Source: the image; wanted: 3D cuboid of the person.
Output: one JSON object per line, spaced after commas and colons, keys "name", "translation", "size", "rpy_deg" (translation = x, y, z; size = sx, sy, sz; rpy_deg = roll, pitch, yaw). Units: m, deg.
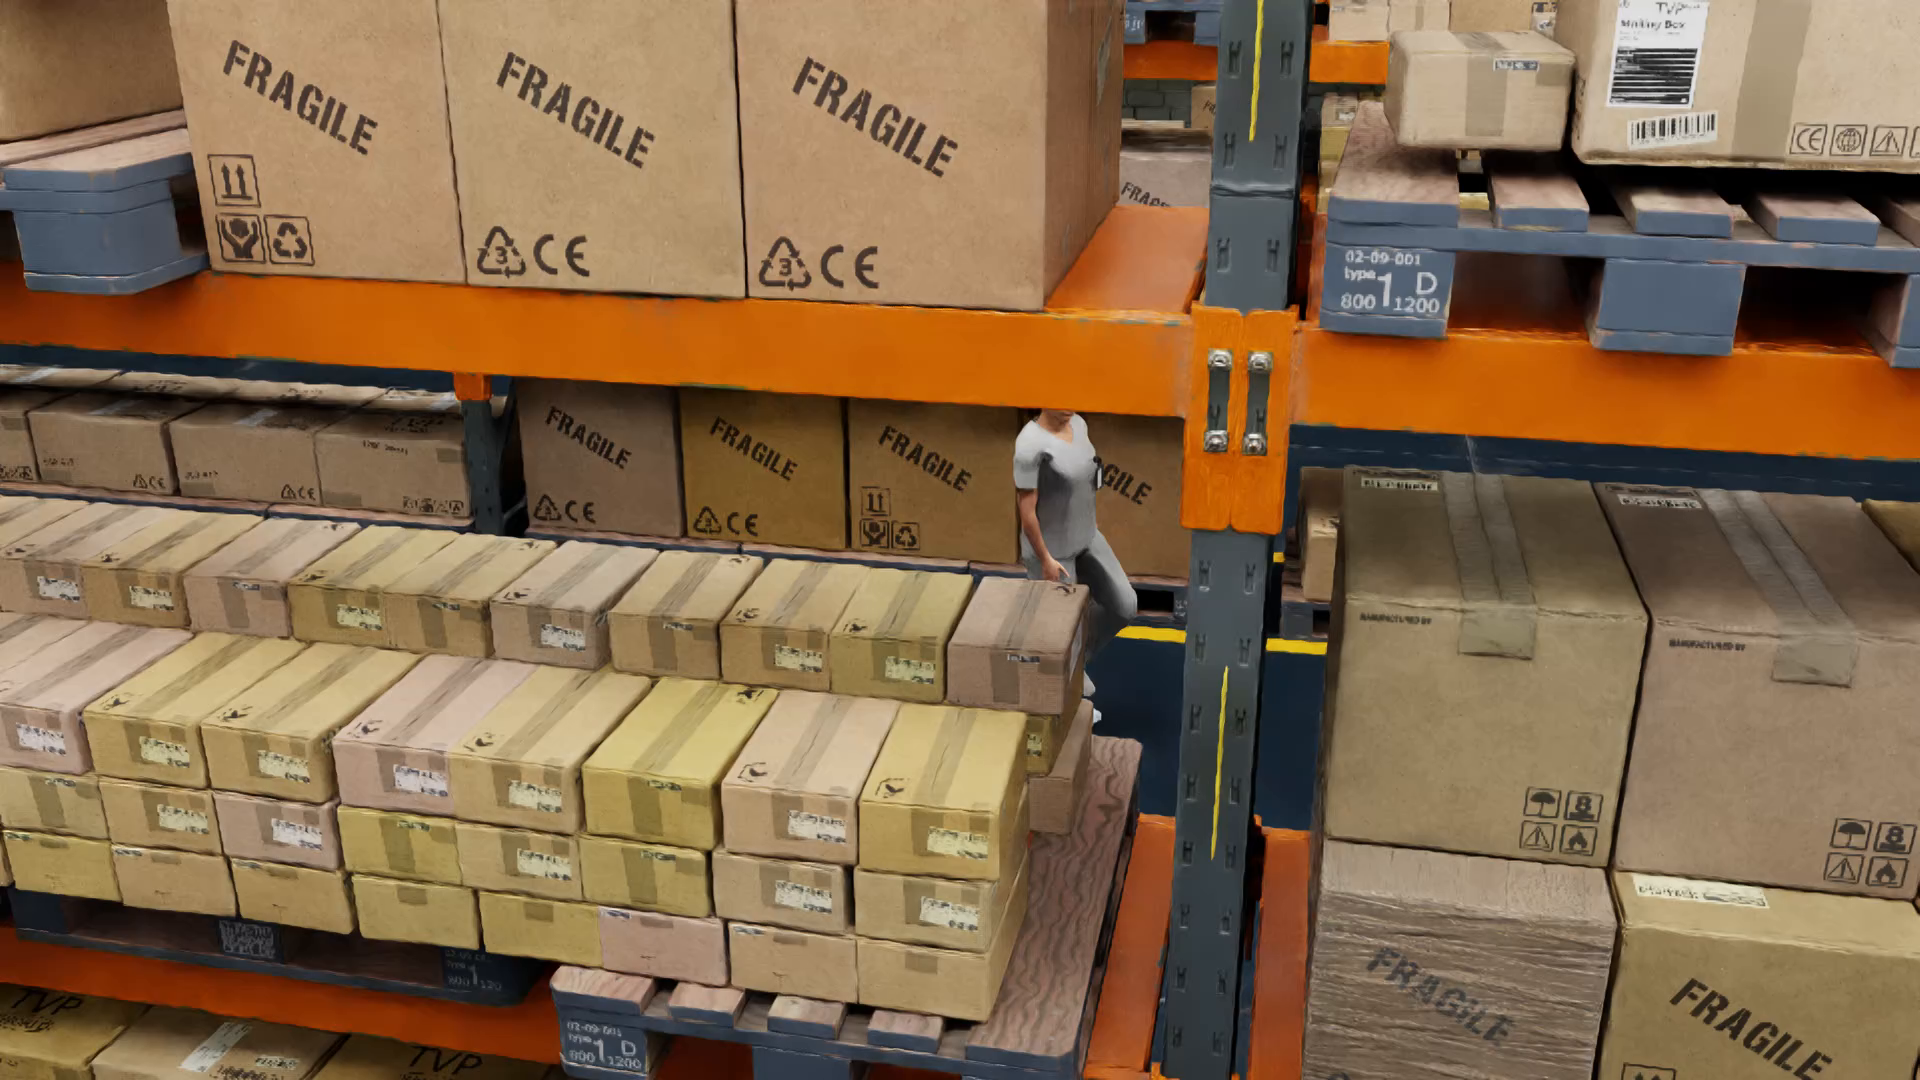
{"name": "person", "translation": [0.446, 0.059, 6.959], "size": [0.461, 1.623, 0.515], "rpy_deg": [18, 28, 38]}
